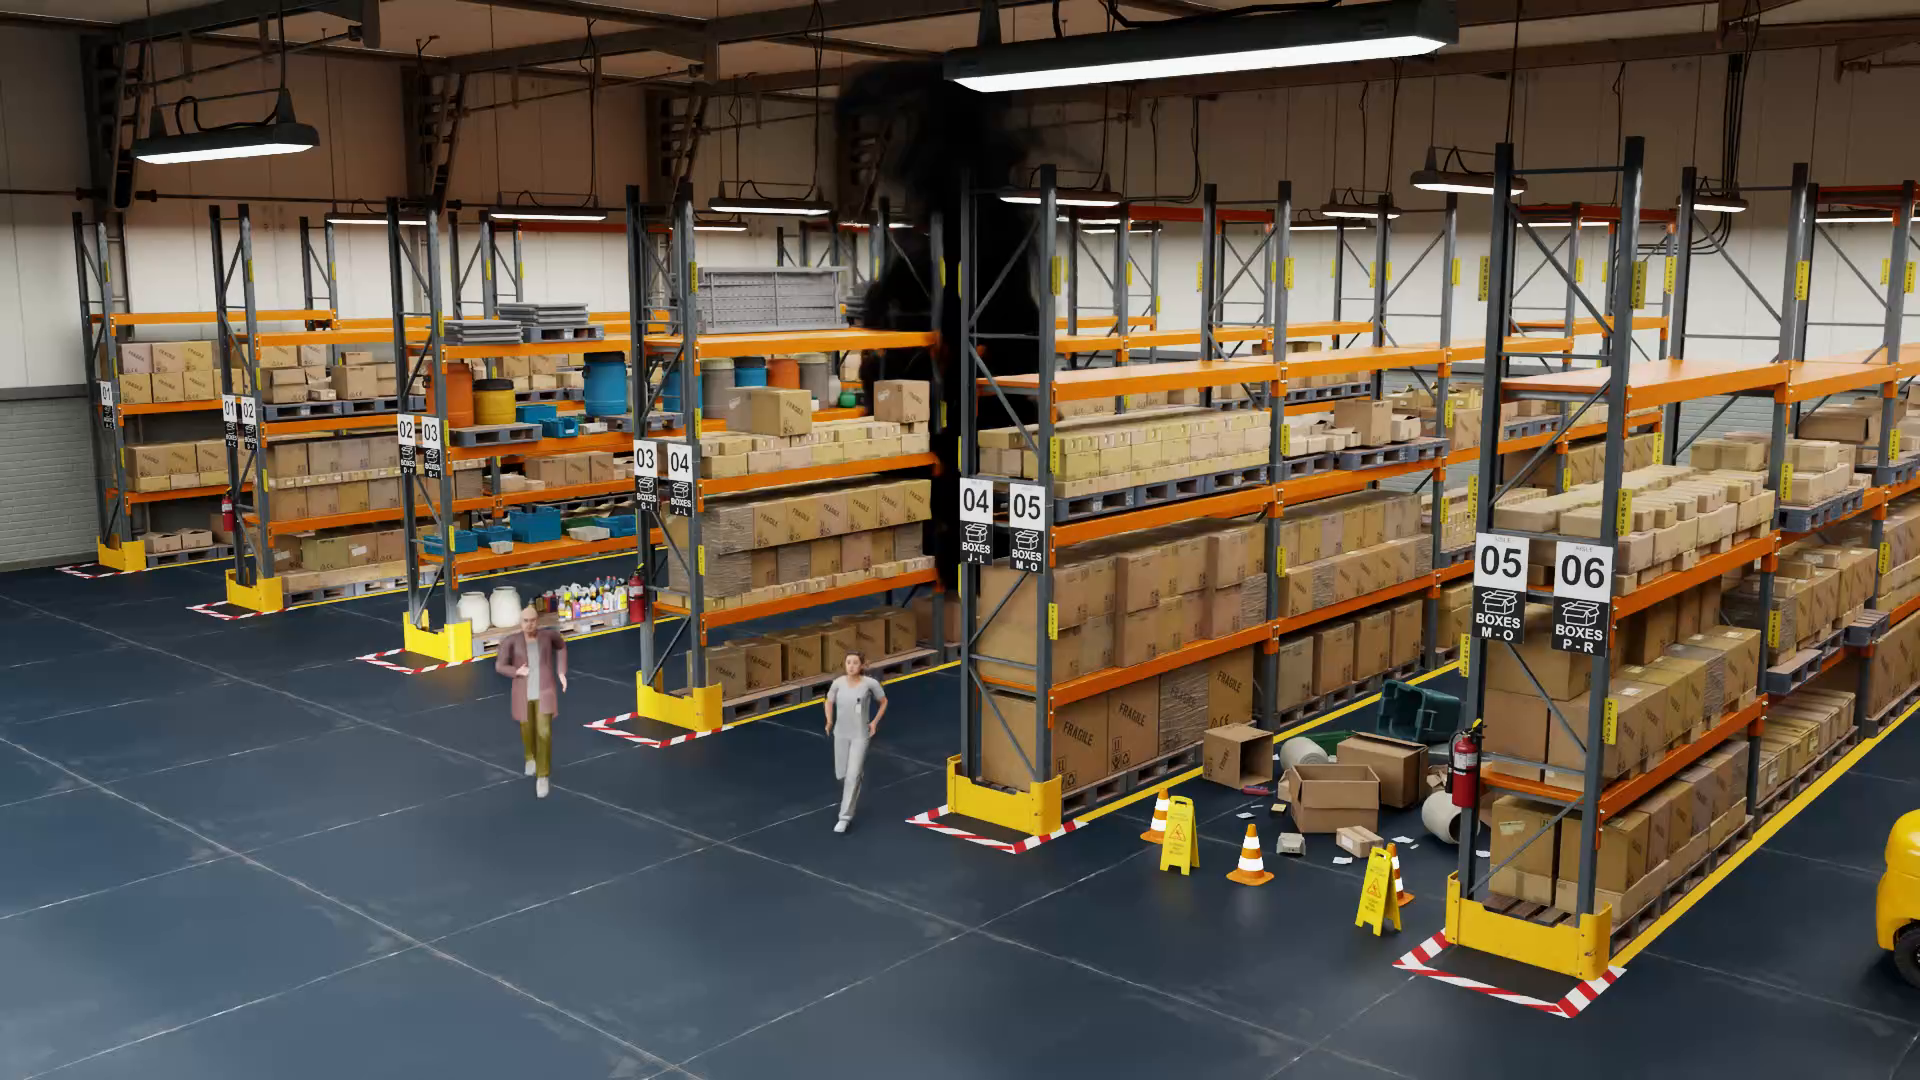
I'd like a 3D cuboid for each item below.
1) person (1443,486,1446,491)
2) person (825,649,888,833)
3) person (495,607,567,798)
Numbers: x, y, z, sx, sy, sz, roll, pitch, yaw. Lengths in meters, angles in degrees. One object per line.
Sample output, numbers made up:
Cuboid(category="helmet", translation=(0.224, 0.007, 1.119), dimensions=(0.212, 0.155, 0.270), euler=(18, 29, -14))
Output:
Cuboid(category="person", translation=(7.510, 0.007, 26.018), dimensions=(0.672, 1.754, 0.702), euler=(-9, 13, -42))
Cuboid(category="person", translation=(-0.977, 1.820, 15.460), dimensions=(0.585, 1.652, 0.823), euler=(2, 10, 12))
Cuboid(category="person", translation=(-4.236, 1.561, 16.503), dimensions=(0.673, 1.842, 0.948), euler=(-2, 10, -11))
